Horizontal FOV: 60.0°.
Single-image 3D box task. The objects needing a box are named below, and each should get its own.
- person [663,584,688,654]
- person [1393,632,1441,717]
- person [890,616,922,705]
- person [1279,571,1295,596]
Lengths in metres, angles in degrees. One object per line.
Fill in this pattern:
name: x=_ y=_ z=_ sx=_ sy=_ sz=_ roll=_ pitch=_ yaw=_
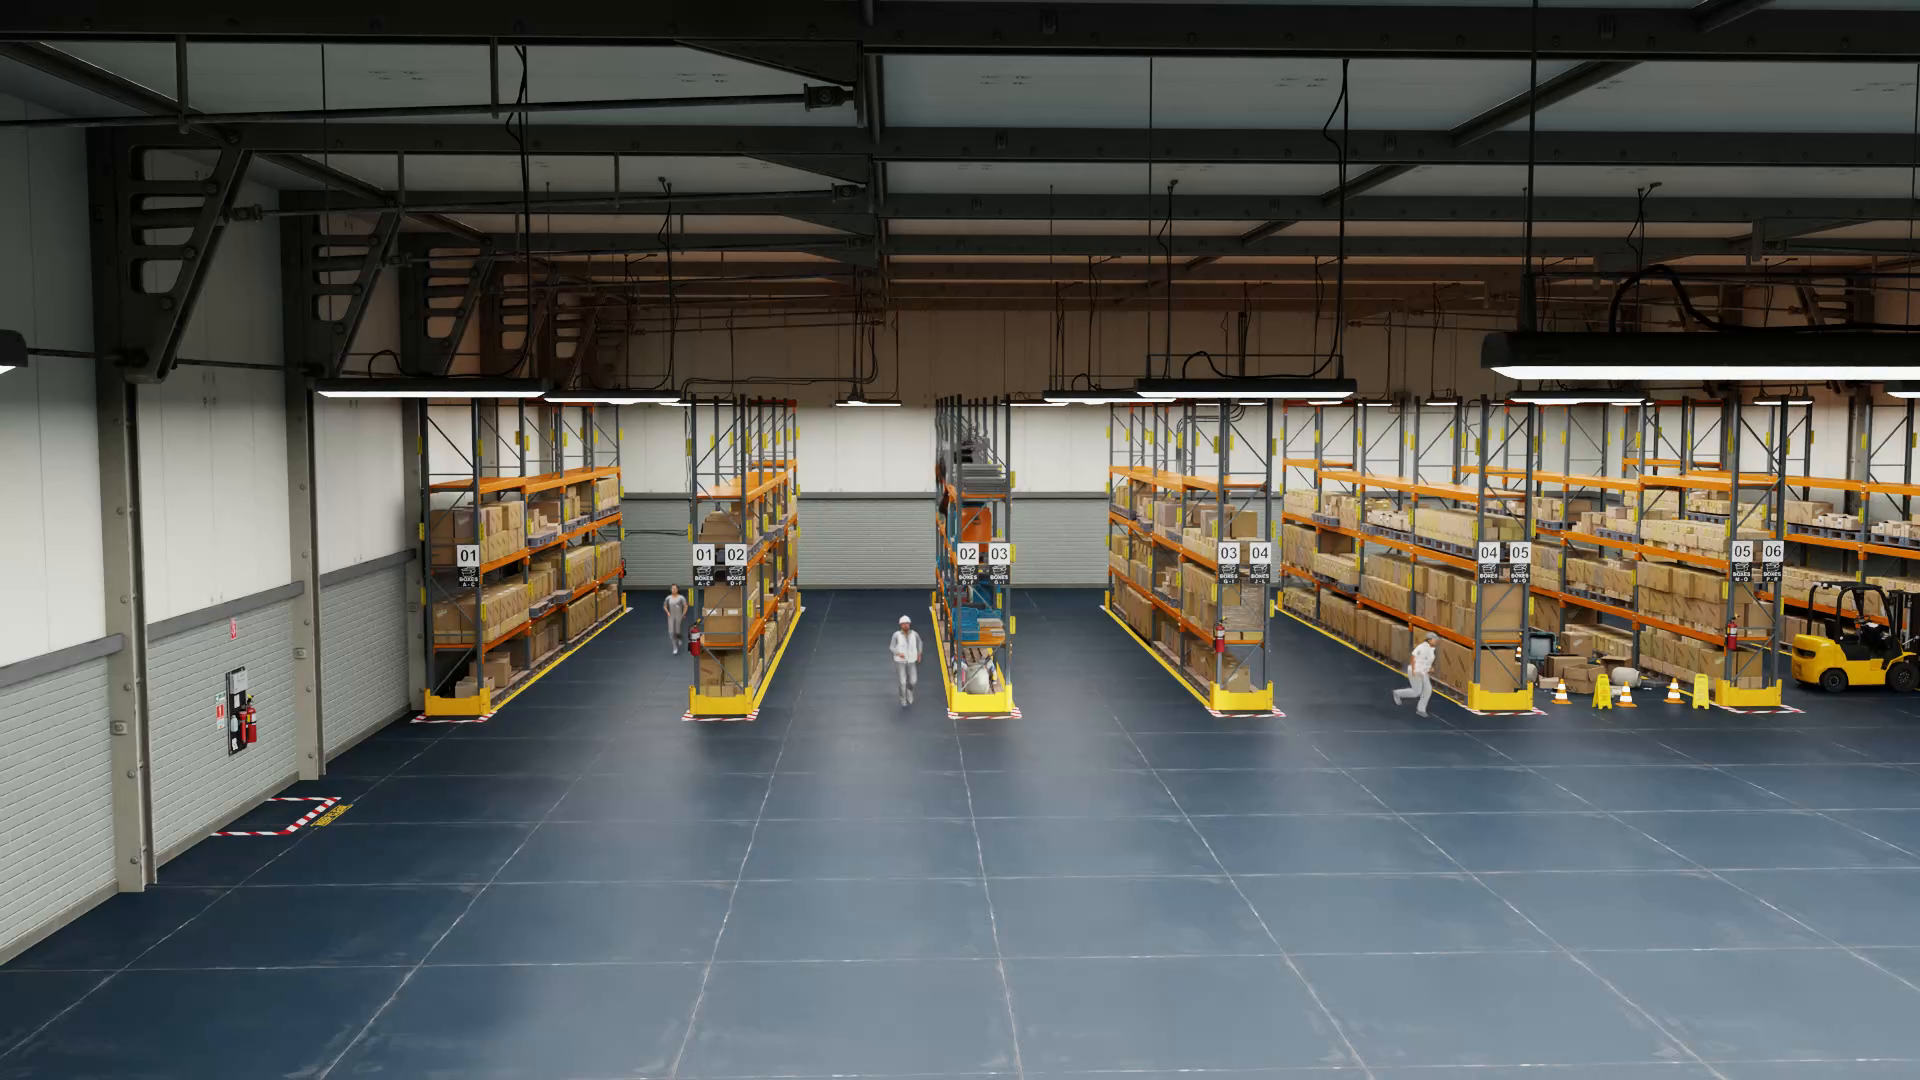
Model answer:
person: x=-6.692 y=1.843 z=39.098 sx=0.565 sy=1.630 sz=0.572 roll=0 pitch=4 yaw=0
person: x=8.567 y=2.506 z=31.148 sx=0.889 sy=1.617 sz=0.606 roll=3 pitch=5 yaw=35
person: x=-1.013 y=2.331 z=32.020 sx=0.679 sy=1.735 sz=0.595 roll=-1 pitch=5 yaw=-14
person: x=9.623 y=1.042 z=48.787 sx=0.528 sy=1.725 sz=0.708 roll=1 pitch=5 yaw=11
